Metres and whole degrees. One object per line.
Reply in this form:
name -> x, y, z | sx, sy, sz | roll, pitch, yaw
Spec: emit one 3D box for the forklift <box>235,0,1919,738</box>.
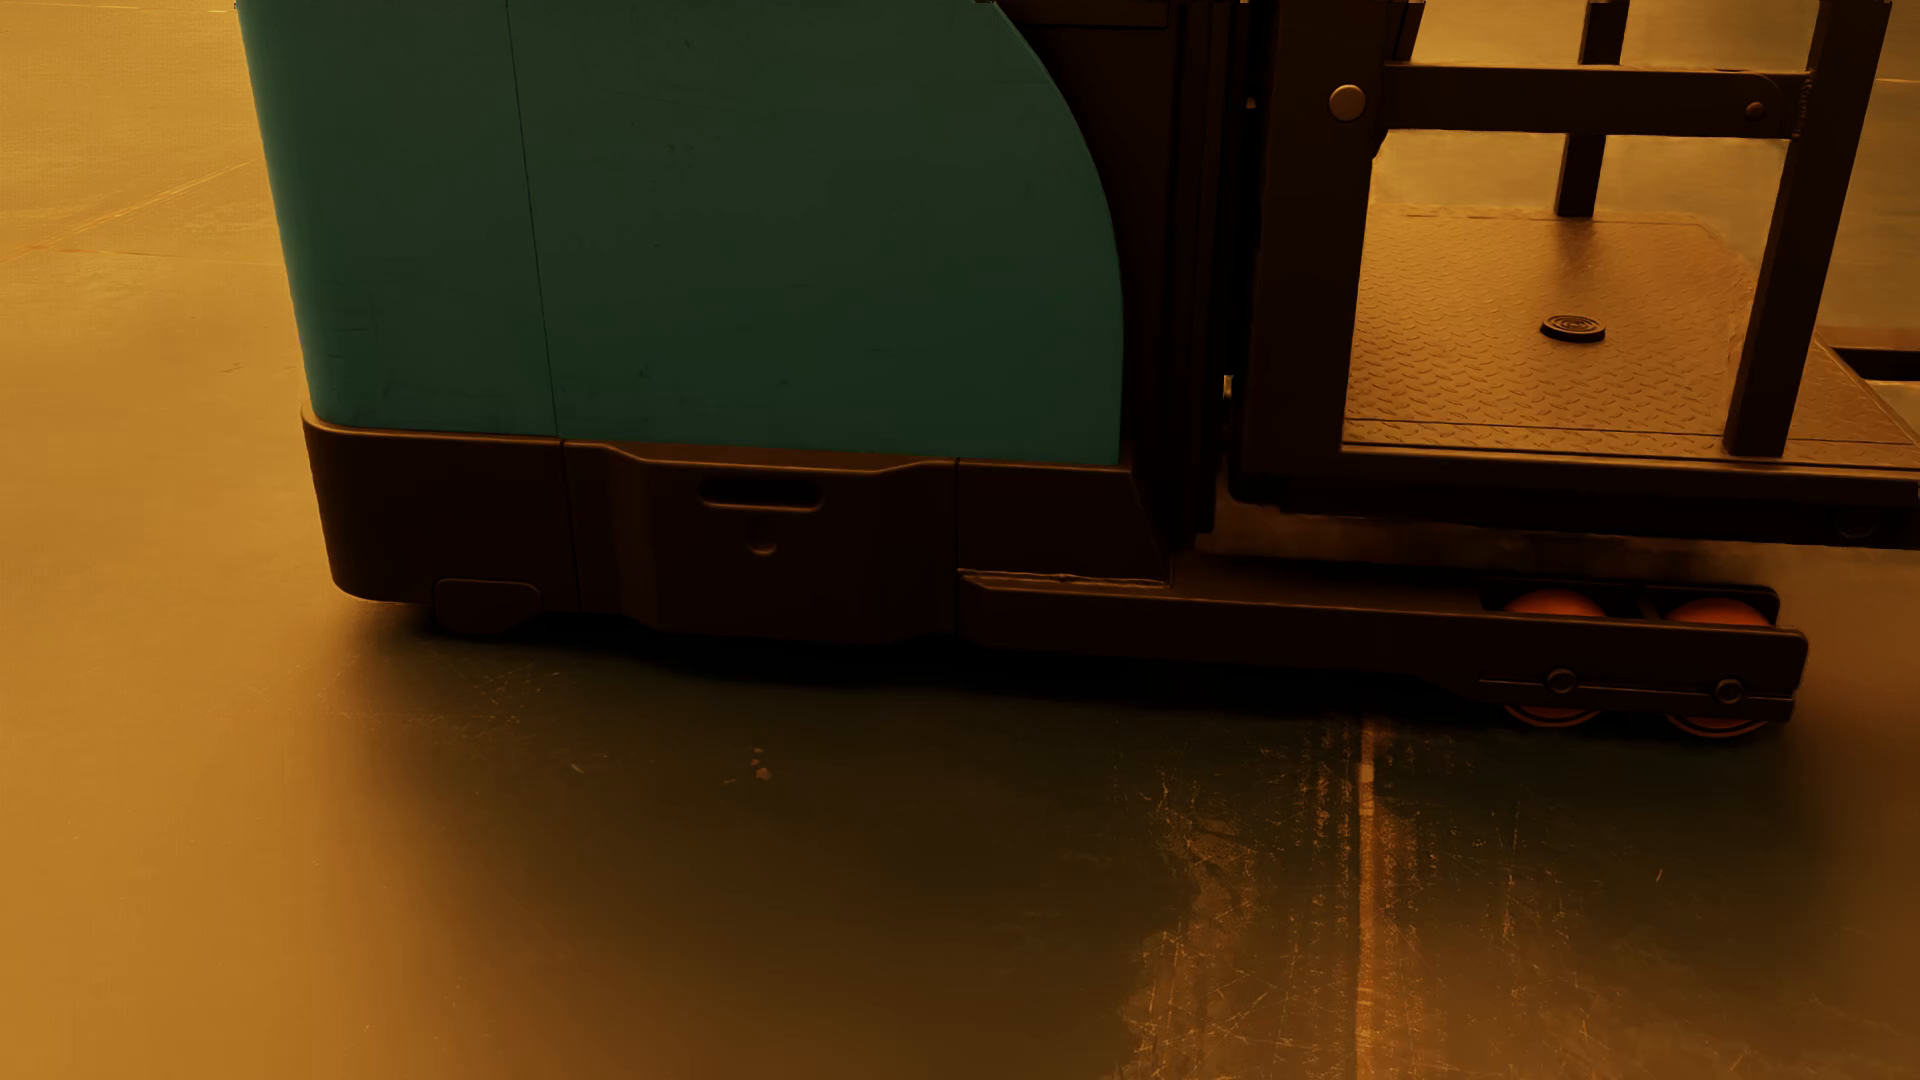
forklift -> 0.700, -1.322, 1.867 | 3.031, 2.935, 1.130 | 3, 27, 6
